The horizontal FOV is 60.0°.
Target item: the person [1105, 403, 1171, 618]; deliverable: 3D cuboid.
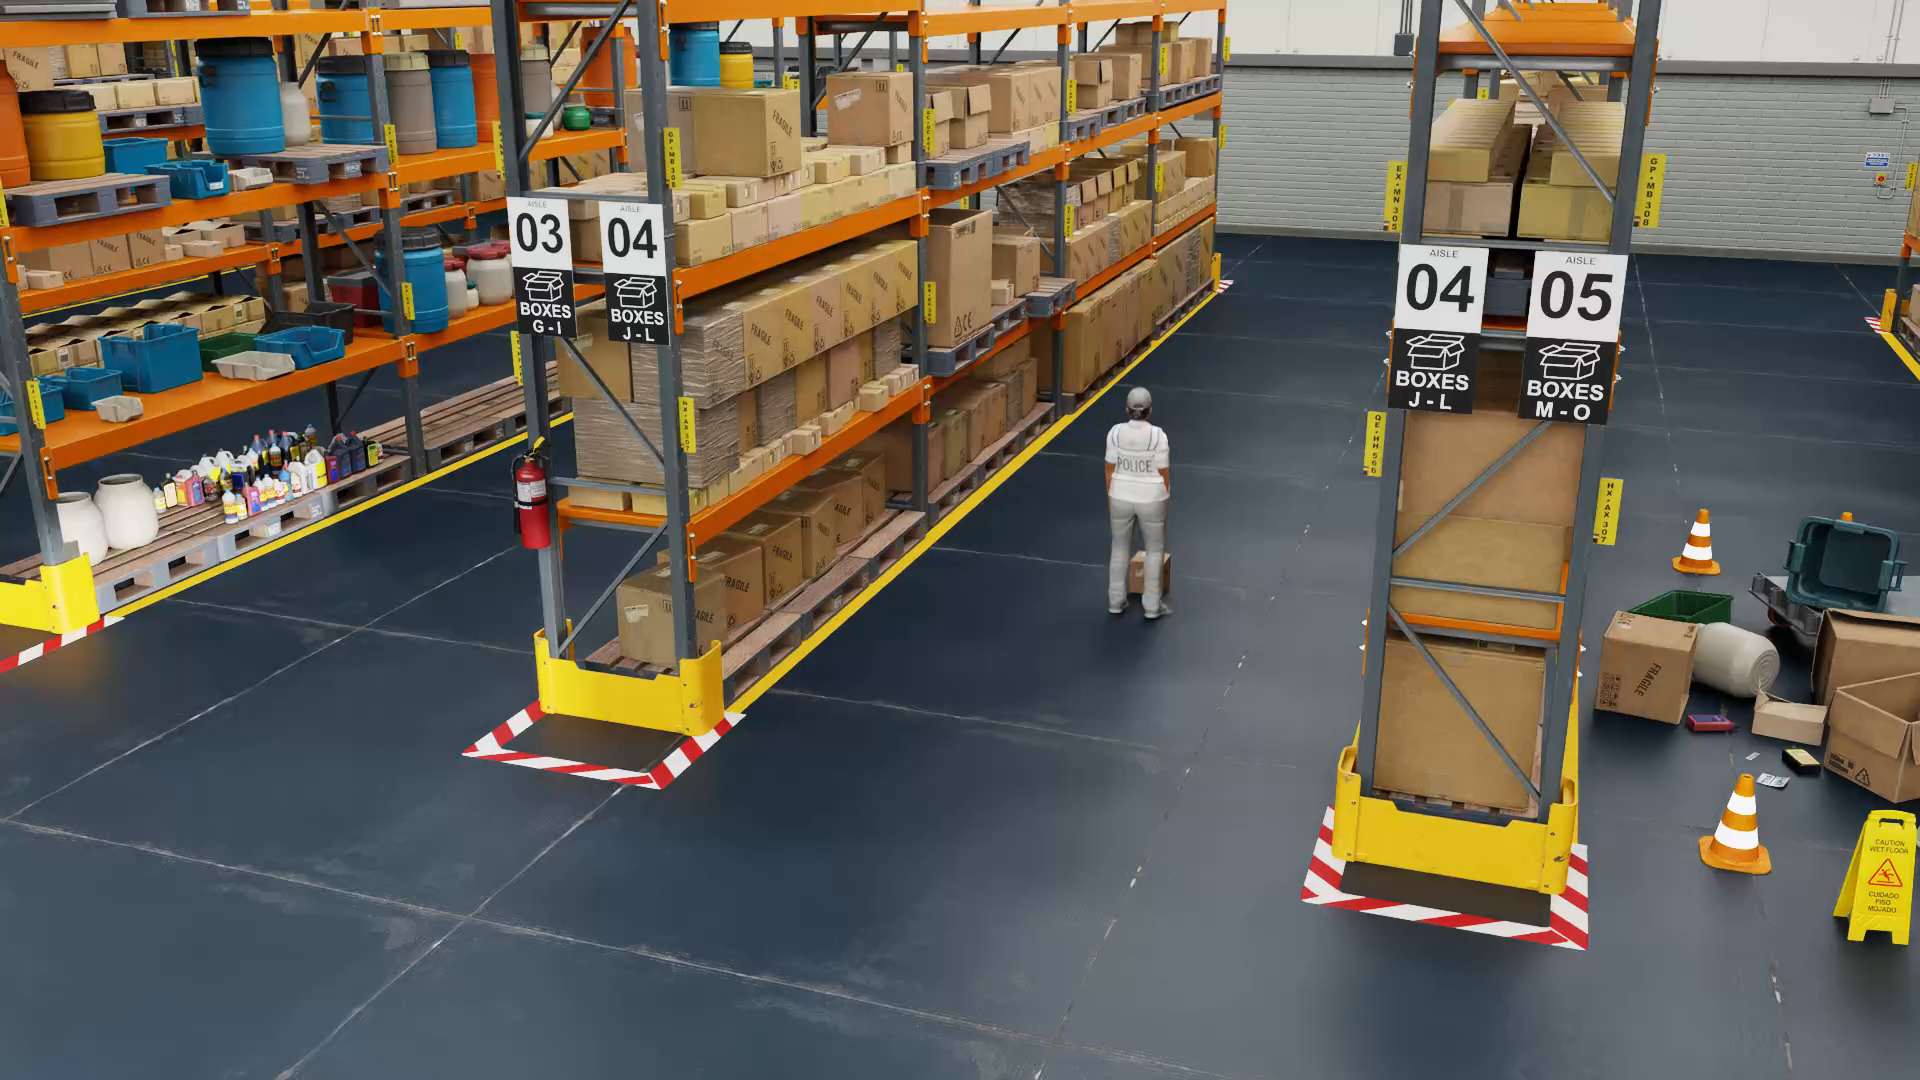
[{"bbox_3d":[1.267,-0.262,11.876,0.473,1.656,0.391,7,20,19],"label":"person"}]
